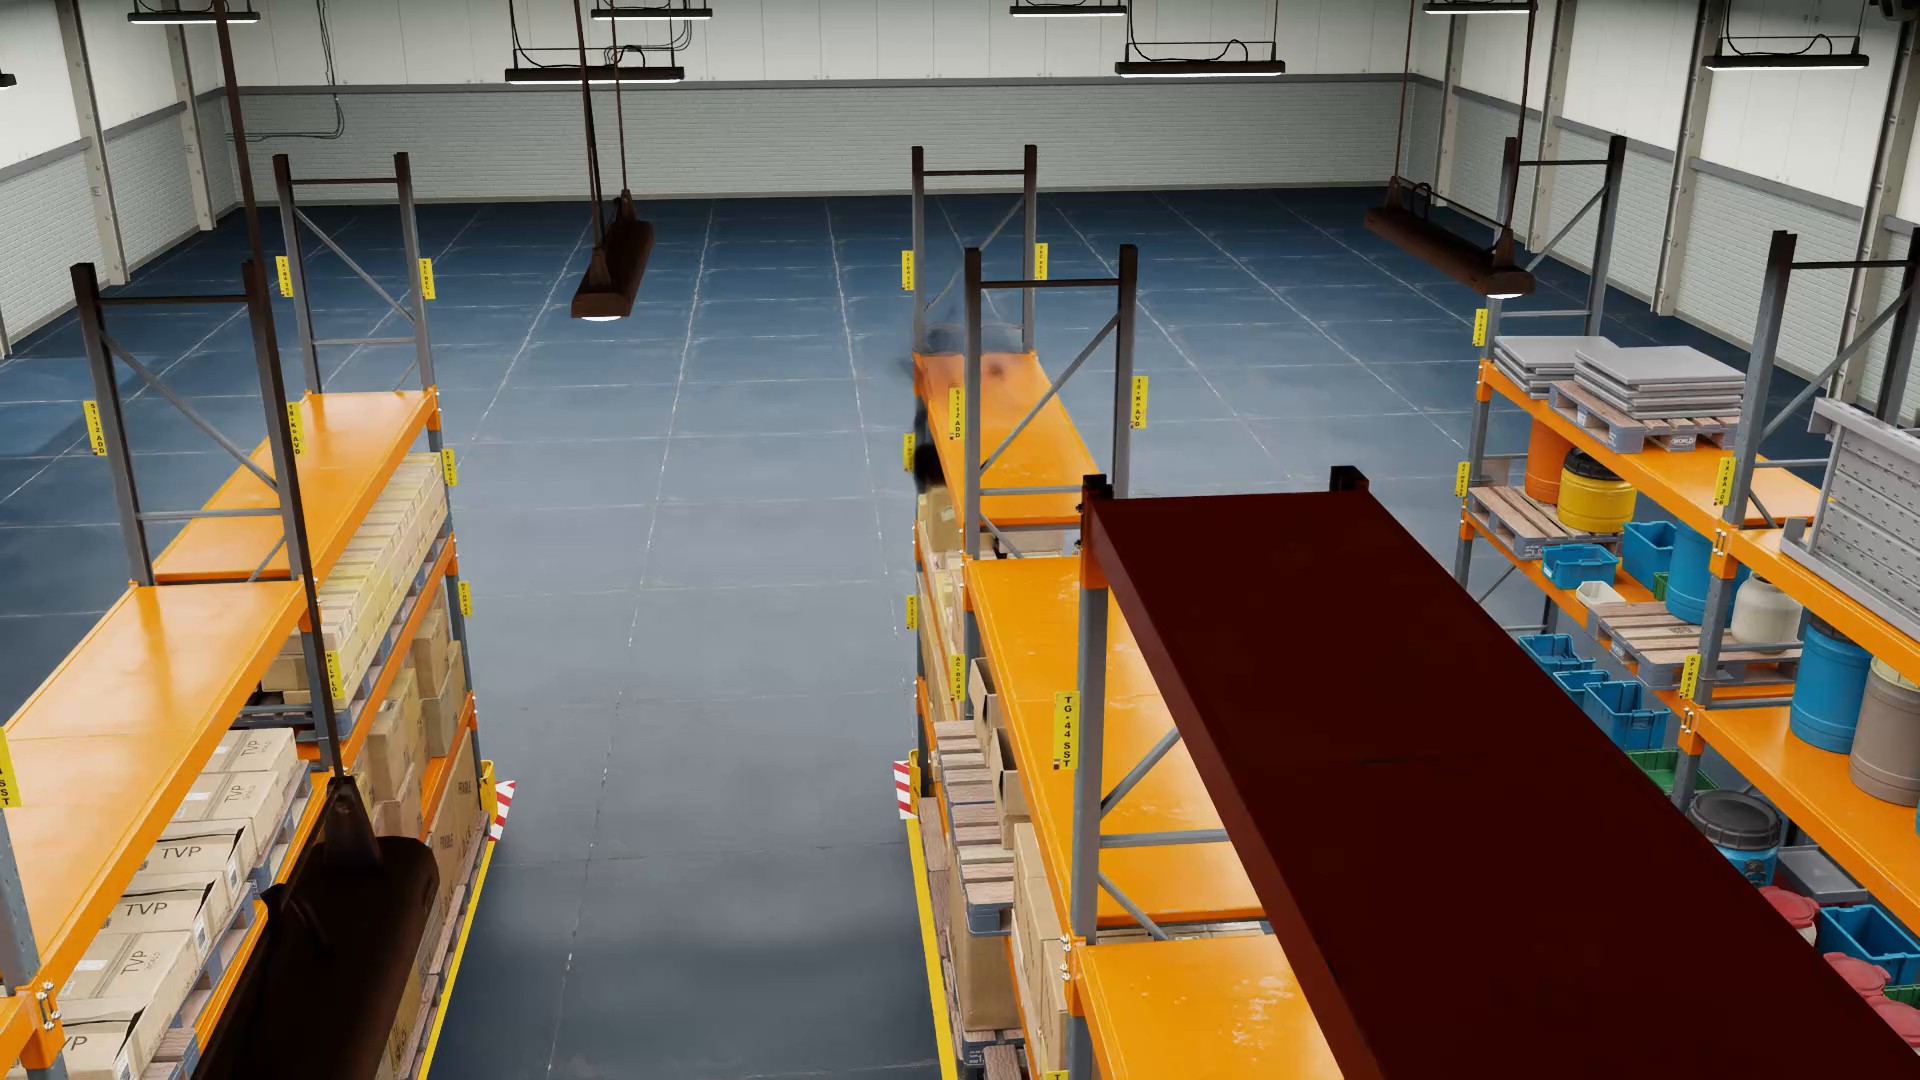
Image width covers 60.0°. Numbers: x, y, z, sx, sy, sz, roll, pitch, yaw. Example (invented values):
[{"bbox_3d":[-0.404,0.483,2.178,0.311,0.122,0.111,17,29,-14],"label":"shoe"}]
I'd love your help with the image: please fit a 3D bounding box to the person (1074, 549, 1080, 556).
[{"bbox_3d":[1.549,0.269,18.634,0.568,1.726,0.679,10,24,24],"label":"person"}]
